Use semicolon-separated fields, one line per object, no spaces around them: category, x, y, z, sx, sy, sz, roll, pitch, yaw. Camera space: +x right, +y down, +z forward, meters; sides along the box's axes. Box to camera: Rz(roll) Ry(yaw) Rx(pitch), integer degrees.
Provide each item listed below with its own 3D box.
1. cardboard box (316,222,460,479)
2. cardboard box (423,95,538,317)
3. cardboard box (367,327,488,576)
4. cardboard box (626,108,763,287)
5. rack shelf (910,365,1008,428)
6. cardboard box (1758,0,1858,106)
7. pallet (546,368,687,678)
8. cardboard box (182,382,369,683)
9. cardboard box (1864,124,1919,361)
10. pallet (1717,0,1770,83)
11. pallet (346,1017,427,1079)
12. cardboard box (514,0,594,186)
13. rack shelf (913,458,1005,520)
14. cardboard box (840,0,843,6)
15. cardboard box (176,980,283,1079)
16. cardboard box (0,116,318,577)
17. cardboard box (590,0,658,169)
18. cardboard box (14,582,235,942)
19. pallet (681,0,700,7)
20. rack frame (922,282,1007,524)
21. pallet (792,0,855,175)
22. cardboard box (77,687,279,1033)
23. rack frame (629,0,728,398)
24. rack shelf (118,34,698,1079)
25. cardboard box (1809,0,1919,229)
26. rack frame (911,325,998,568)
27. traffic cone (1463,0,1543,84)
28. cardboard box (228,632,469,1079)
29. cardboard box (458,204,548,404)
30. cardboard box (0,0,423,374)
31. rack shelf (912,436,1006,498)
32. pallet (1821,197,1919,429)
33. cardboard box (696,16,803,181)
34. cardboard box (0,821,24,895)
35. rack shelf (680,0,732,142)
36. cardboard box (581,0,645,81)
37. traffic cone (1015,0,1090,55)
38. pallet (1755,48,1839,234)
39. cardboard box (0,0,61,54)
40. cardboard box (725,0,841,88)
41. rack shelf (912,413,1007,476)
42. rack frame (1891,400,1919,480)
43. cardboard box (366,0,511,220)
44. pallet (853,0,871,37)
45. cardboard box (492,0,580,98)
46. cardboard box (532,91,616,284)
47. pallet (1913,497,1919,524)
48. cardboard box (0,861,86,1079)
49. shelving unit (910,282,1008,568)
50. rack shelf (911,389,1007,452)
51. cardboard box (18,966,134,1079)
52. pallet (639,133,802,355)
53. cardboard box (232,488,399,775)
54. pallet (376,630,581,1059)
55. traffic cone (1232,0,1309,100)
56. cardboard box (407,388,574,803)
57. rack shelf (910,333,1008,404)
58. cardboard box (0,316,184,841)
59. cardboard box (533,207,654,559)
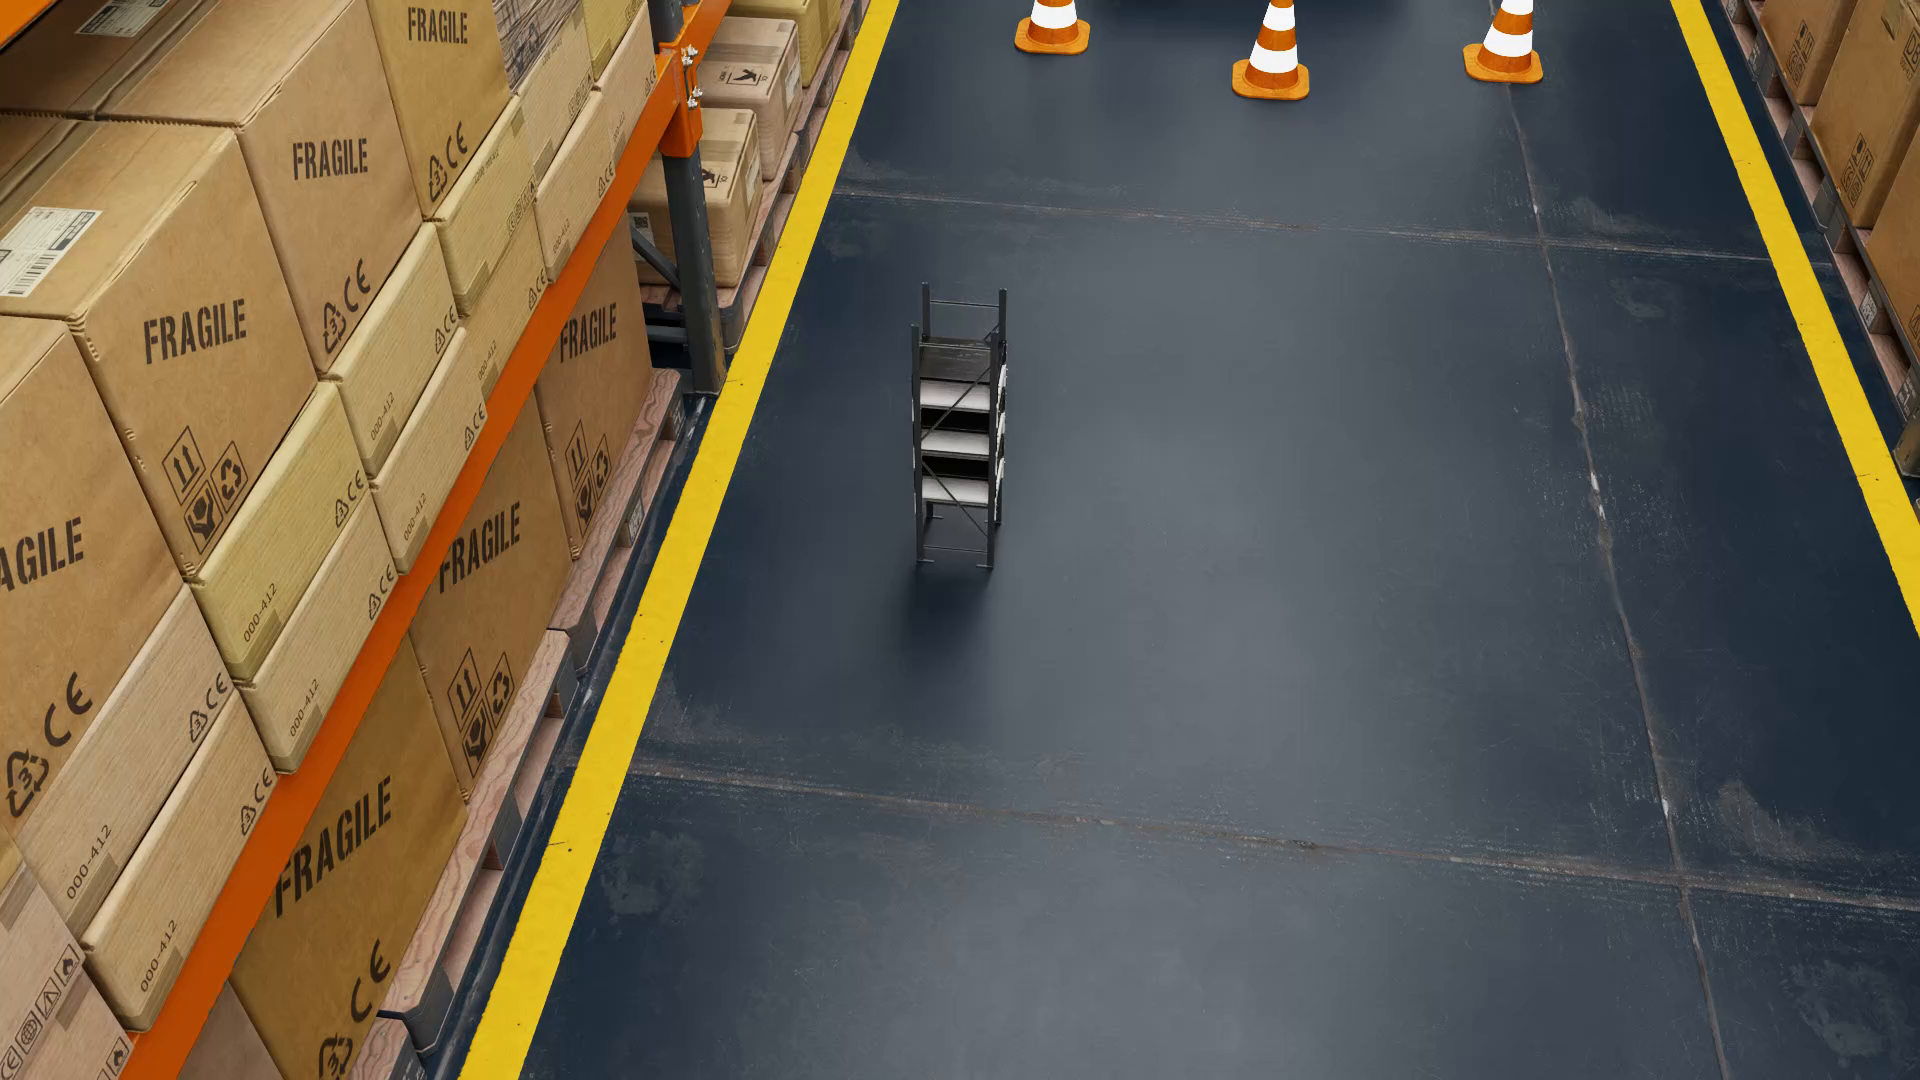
cardboard box;-1.315;-0.389;3.225;0.500;0.250;0.500;4;44;4
cardboard box;-1.247;-0.743;3.599;0.500;0.250;0.500;4;44;4
cardboard box;-1.306;-0.206;3.395;0.500;0.250;0.500;5;44;5
cardboard box;-1.239;-1.252;5.997;0.950;0.372;0.625;3;43;3
rack shelf;-0.001;-0.428;4.834;0.258;0.077;0.200;5;44;6
cardboard box;4.001;-2.262;6.788;1.050;0.750;0.750;5;44;6
pallet;-1.502;-0.127;5.230;1.003;0.211;1.213;5;44;6
cardboard box;-1.380;-0.044;2.861;0.500;0.250;0.500;6;44;6
cardboard box;3.766;-1.031;5.488;1.050;0.750;0.750;5;44;5
pallet;4.098;-2.469;7.705;1.003;0.211;1.213;5;44;6
pallet;-1.825;1.536;3.474;1.003;0.211;1.213;5;44;6
cardboard box;-1.199;-1.094;3.969;0.500;0.250;0.500;4;44;4
rack shelf;-0.001;-0.166;5.081;0.258;0.077;0.200;5;44;6
cardboard box;-0.953;-2.746;7.574;0.950;0.372;0.625;8;44;8
cardboard box;-1.849;1.246;2.993;0.875;0.875;0.875;6;44;7
cardboard box;-1.400;-0.308;2.593;0.500;0.500;0.500;4;44;4
cardboard box;-1.133;-1.247;4.494;0.500;0.250;0.500;4;44;4
cardboard box;-1.473;0.297;2.500;0.500;0.250;0.500;6;44;6
pallet;-1.335;-2.095;5.421;1.213;0.211;1.003;5;44;6
rack frame;0.012;-0.391;5.008;0.240;0.900;0.006;5;44;6
pallet;-1.055;-2.019;7.228;1.003;0.211;1.213;5;44;6
cardboard box;-1.465;0.482;2.668;0.500;0.250;0.500;4;44;4
rack frame;-1.323;-1.670;4.832;1.000;3.000;0.127;5;44;6
rack shelf;-1.588;-0.046;3.640;1.077;0.370;4.000;5;44;6
cardboard box;3.879;-1.627;6.118;1.050;0.750;0.750;6;44;6
rack frame;-0.015;-0.252;4.862;0.240;0.900;0.006;5;44;6
traffic cone;2.452;-2.317;7.360;0.336;0.463;0.334;5;44;6
cardboard box;-1.738;0.629;3.644;0.875;0.875;0.875;6;44;7
cardboard box;-1.267;-0.556;3.764;0.500;0.250;0.500;5;44;5
cardboard box;-1.338;-0.661;2.966;0.500;0.500;0.500;5;44;5
rack shelf;-0.001;-0.232;5.020;0.258;0.077;0.200;5;44;6
pallet;3.776;-0.807;5.948;1.003;0.211;1.213;5;44;6
cardboard box;-1.149;-1.756;6.529;0.950;0.372;0.625;4;44;5
cardboard box;-1.509;0.383;1.864;0.500;0.500;0.500;6;44;6
rack shelf;-1.059;-2.772;6.519;1.077;0.370;4.000;5;44;6
cardboard box;-1.135;-1.444;4.338;0.500;0.250;0.500;5;44;5
traffic cone;0.429;-2.502;7.556;0.336;0.463;0.334;5;44;6
pallet;3.939;-1.636;6.824;1.003;0.211;1.213;5;44;6
cardboard box;-1.841;-0.722;3.030;0.500;0.500;0.500;6;44;6
cardboard box;-1.043;-2.272;7.074;0.950;0.372;0.625;7;44;7
rack shelf;-0.001;-0.297;4.958;0.258;0.077;0.200;5;44;6
rack frame;3.597;-1.289;4.429;1.000;3.000;0.127;5;44;6
cardboard box;-1.264;-1.005;3.330;0.500;0.500;0.500;5;44;6
pallet;-0.896;-2.853;8.109;1.003;0.211;1.213;5;44;6
cardboard box;-1.192;-1.343;3.686;0.500;0.500;0.500;6;44;6
cardboard box;-1.185;-0.897;4.125;0.500;0.250;0.500;6;44;6
pallet;3.492;0.256;4.826;1.003;0.211;1.213;5;44;6
cardboard box;-1.514;0.655;2.122;0.500;0.250;0.500;4;44;4
shelving unit;-0.001;-0.321;4.935;0.258;0.900;0.210;5;44;6
rack shelf;-0.001;-0.362;4.896;0.258;0.077;0.200;5;44;6
cardboard box;-1.532;0.835;2.296;0.500;0.250;0.500;4;44;5
pallet;-1.218;-1.190;6.353;1.003;0.211;1.213;5;44;6
cardboard box;-1.382;0.134;3.036;0.500;0.250;0.500;5;44;5
pallet;-1.666;0.702;4.355;1.003;0.211;1.213;5;44;6
traffic cone;1.382;-2.214;7.251;0.336;0.463;0.334;5;44;6
cardboard box;-1.619;0.020;4.287;0.875;0.875;0.875;6;44;6
rack shelf;-0.001;-0.493;4.772;0.258;0.077;0.200;5;44;6
cardboard box;-1.469;0.034;2.233;0.500;0.500;0.500;5;44;5
cardboard box;-1.497;-0.588;4.929;0.875;0.875;0.875;5;44;5
